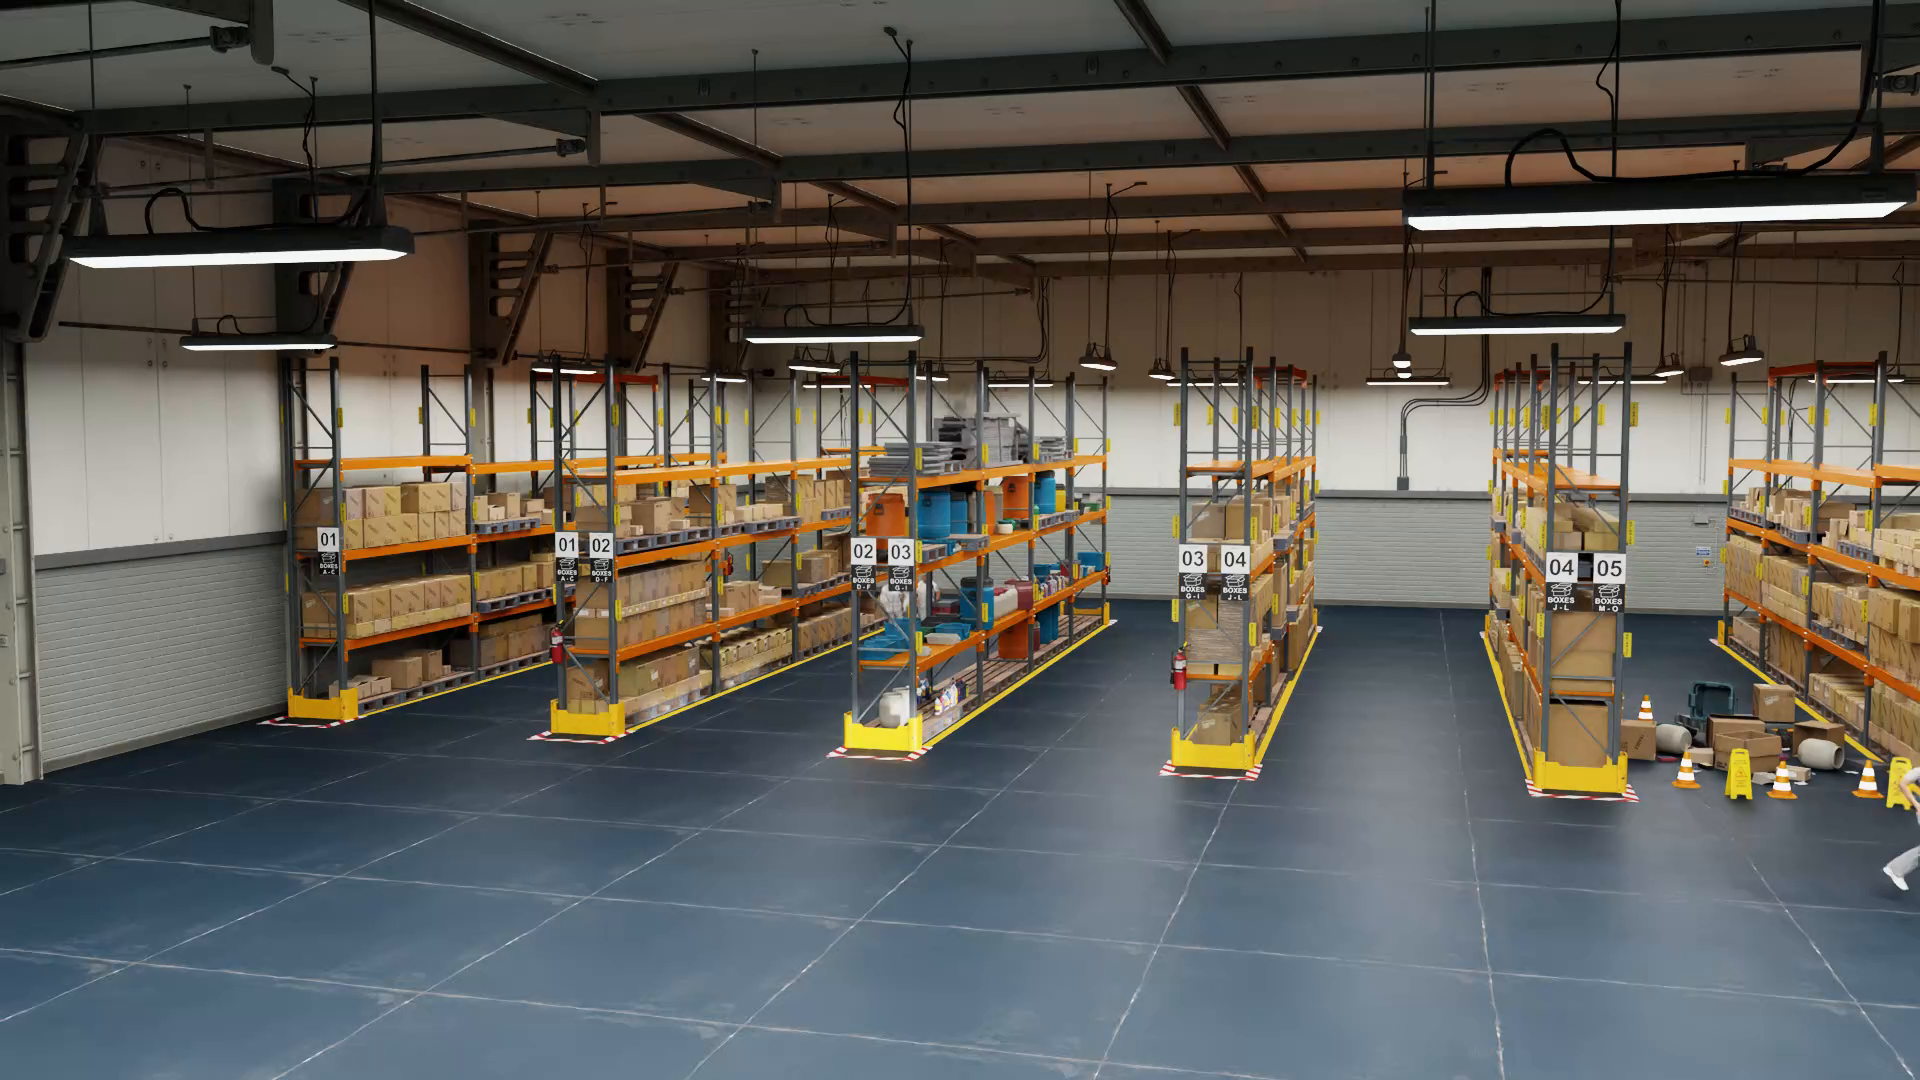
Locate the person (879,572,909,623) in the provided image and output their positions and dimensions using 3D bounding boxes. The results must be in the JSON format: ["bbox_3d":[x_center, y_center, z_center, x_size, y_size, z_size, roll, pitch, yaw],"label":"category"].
[{"bbox_3d":[-1.301,1.484,32.951,0.590,1.794,0.707,1,4,7],"label":"person"}]

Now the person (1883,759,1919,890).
[{"bbox_3d":[10.016,2.899,17.111,0.564,1.692,0.903,-3,5,-33],"label":"person"}]

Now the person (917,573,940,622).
[{"bbox_3d":[-0.764,1.493,36.708,0.609,1.646,0.599,0,4,6],"label":"person"}]
